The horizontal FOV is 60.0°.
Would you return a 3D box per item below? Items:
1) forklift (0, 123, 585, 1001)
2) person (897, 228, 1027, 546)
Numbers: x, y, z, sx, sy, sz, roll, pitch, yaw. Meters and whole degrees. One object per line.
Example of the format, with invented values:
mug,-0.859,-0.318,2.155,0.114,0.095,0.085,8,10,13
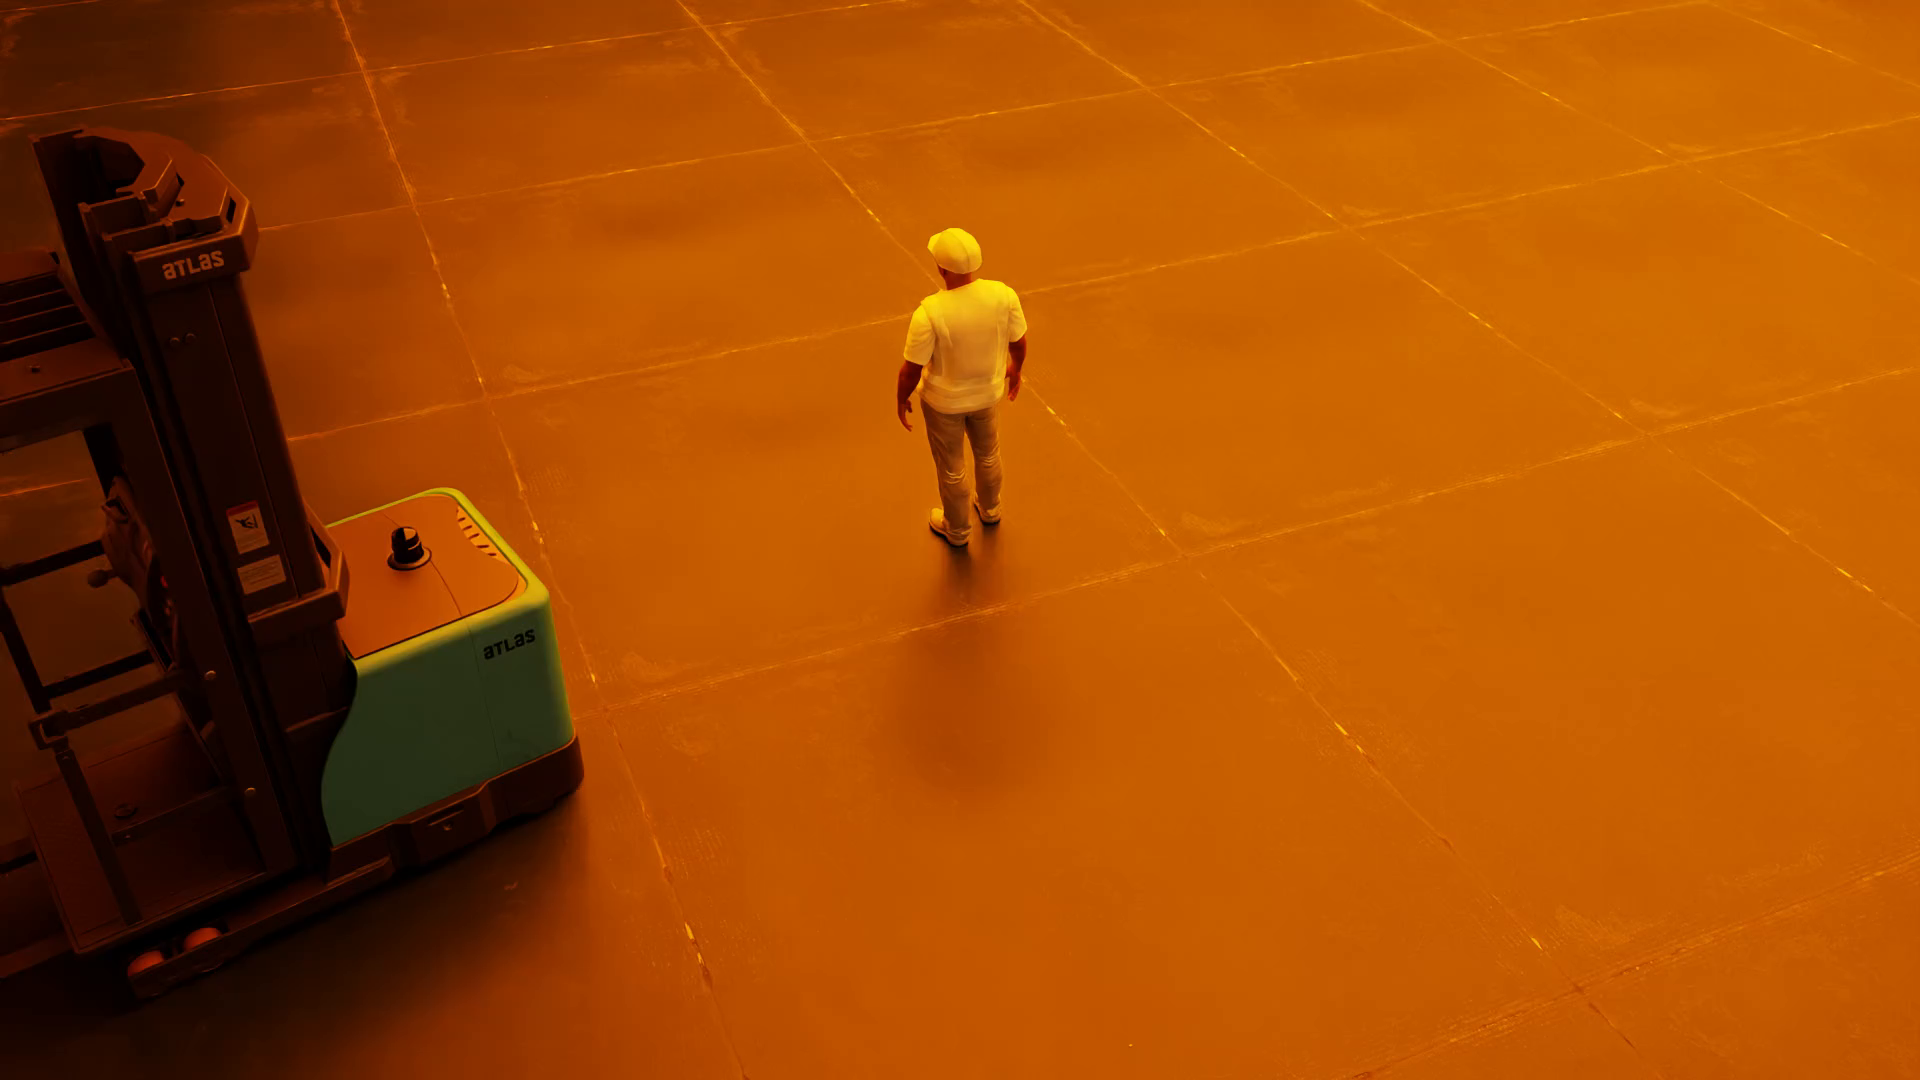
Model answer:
forklift,-3.089,0.163,5.870,3.031,2.935,1.130,-23,41,-29
person,-0.023,-0.764,8.166,0.666,1.768,0.575,-14,38,-19
